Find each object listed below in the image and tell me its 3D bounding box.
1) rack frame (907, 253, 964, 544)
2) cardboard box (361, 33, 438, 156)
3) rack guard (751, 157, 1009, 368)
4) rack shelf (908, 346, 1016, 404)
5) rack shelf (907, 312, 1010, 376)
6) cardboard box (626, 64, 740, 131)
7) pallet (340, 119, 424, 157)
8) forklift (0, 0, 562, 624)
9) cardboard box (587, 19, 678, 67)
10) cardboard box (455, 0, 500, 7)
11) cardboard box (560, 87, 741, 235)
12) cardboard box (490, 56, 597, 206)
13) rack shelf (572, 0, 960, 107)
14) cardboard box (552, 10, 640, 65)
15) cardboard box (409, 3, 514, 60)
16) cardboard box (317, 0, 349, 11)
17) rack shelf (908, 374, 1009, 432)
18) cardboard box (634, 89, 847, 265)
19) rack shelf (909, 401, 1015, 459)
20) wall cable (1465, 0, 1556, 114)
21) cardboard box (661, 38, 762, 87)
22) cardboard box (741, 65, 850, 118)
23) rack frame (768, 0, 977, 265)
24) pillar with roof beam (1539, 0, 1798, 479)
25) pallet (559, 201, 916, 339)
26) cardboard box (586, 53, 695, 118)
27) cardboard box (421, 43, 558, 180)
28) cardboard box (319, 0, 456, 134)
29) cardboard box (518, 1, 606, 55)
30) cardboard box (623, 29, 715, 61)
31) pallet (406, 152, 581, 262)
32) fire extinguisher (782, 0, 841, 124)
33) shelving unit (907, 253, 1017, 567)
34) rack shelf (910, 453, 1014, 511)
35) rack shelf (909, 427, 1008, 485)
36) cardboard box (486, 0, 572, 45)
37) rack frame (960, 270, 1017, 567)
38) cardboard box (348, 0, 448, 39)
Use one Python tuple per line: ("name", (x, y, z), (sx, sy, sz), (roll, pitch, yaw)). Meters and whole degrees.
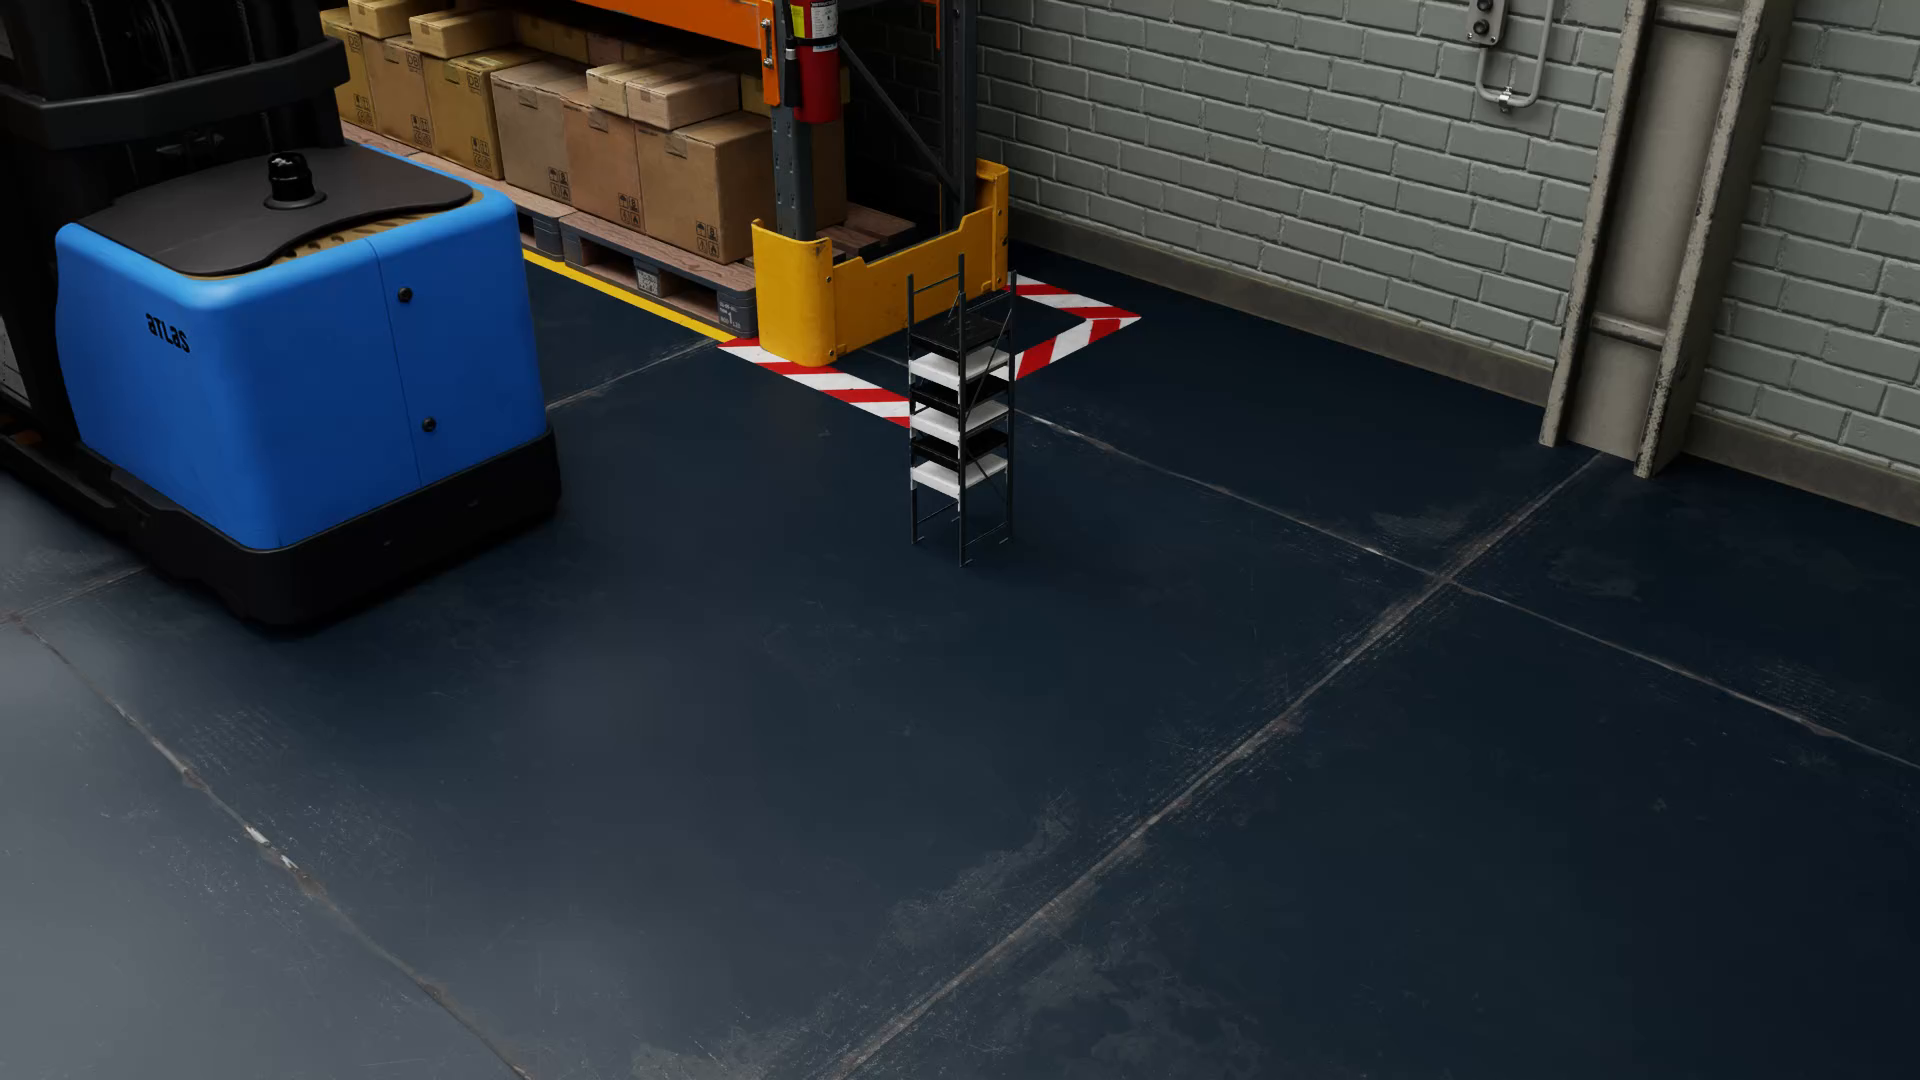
("rack frame", (-0.069, -0.418, 5.072), (0.006, 0.900, 0.240), (25, 39, 35))
("cardboard box", (-2.420, -2.241, 8.080), (0.500, 0.500, 0.700), (25, 39, 35))
("rack guard", (-0.293, -1.141, 6.661), (0.348, 0.500, 1.175), (25, 39, 35))
("rack shelf", (0.006, -0.508, 4.938), (0.200, 0.077, 0.258), (25, 39, 35))
("rack shelf", (0.006, -0.585, 4.891), (0.200, 0.077, 0.258), (25, 39, 35))
("cardboard box", (-1.114, -1.786, 6.696), (0.250, 0.149, 0.380), (25, 39, 35))
("pallet", (-2.765, -2.117, 8.562), (1.213, 0.211, 1.003), (25, 39, 35))
("forklift", (-2.732, -1.642, 5.136), (3.031, 2.935, 1.130), (24, 38, 34))
("cardboard box", (-1.420, -2.194, 7.374), (0.250, 0.149, 0.380), (26, 39, 36))
("cardboard box", (-2.177, -2.547, 7.961), (0.250, 0.149, 0.380), (24, 38, 34))
("cardboard box", (-1.268, -1.707, 7.193), (0.500, 0.500, 0.700), (25, 39, 35))
("cardboard box", (-1.641, -1.880, 7.482), (0.500, 0.500, 0.700), (24, 38, 34))
("rack shelf", (-1.793, -2.604, 7.365), (4.000, 0.370, 1.077), (25, 39, 35))
("cardboard box", (-1.611, -2.283, 7.521), (0.250, 0.149, 0.380), (25, 39, 36))
("cardboard box", (-2.272, -2.325, 7.591), (0.250, 0.149, 0.380), (24, 38, 34))
("cardboard box", (-3.845, -3.039, 9.067), (0.750, 0.750, 0.750), (26, 39, 36))
("rack shelf", (0.006, -0.431, 4.984), (0.200, 0.077, 0.258), (25, 39, 35))
("cardboard box", (-0.896, -1.534, 6.905), (0.500, 0.500, 0.700), (25, 39, 35))
("rack shelf", (0.006, -0.354, 5.030), (0.200, 0.077, 0.258), (25, 39, 35))
("wall cable", (1.274, -2.574, 5.633), (1.851, 1.984, 0.084), (25, 39, 35))
("cardboard box", (-1.046, -2.020, 7.084), (0.250, 0.149, 0.380), (25, 39, 35))
("cardboard box", (-0.670, -1.845, 6.793), (0.250, 0.149, 0.380), (25, 39, 35))
("rack frame", (-0.310, -2.220, 6.030), (0.127, 3.000, 1.000), (25, 39, 35))
("pillar with roof beam", (-0.617, -2.541, 0.746), (0.400, 9.000, 9.100), (25, 39, 35))
("pallet", (-0.956, -1.273, 7.159), (1.213, 0.211, 1.003), (25, 39, 35))
("cardboard box", (-1.304, -1.874, 6.843), (0.250, 0.149, 0.380), (26, 40, 36))
("cardboard box", (-2.041, -2.062, 7.784), (0.500, 0.500, 0.700), (26, 40, 36))
("cardboard box", (-2.790, -2.416, 8.371), (0.500, 0.500, 0.700), (26, 39, 36))
("cardboard box", (-1.798, -2.371, 7.667), (0.250, 0.149, 0.380), (24, 39, 34))
("cardboard box", (-1.231, -2.106, 7.228), (0.250, 0.149, 0.380), (25, 39, 35))
("pallet", (-1.856, -1.695, 7.861), (1.213, 0.211, 1.003), (25, 39, 35))
("fire extinguisher", (-0.508, -1.799, 5.766), (0.183, 0.674, 0.296), (25, 39, 35))
("shelving unit", (0.006, -0.383, 5.013), (0.210, 0.900, 0.258), (25, 39, 35))
("rack shelf", (0.006, -0.200, 5.123), (0.200, 0.077, 0.258), (25, 39, 35))
("rack shelf", (0.006, -0.277, 5.077), (0.200, 0.077, 0.258), (25, 39, 35))
("cardboard box", (-1.990, -2.460, 7.815), (0.250, 0.149, 0.380), (25, 39, 36))
("rack frame", (0.081, -0.348, 4.955), (0.006, 0.900, 0.240), (25, 39, 35))
("cardboard box", (-2.659, -2.505, 7.891), (0.250, 0.149, 0.380), (27, 40, 37))
